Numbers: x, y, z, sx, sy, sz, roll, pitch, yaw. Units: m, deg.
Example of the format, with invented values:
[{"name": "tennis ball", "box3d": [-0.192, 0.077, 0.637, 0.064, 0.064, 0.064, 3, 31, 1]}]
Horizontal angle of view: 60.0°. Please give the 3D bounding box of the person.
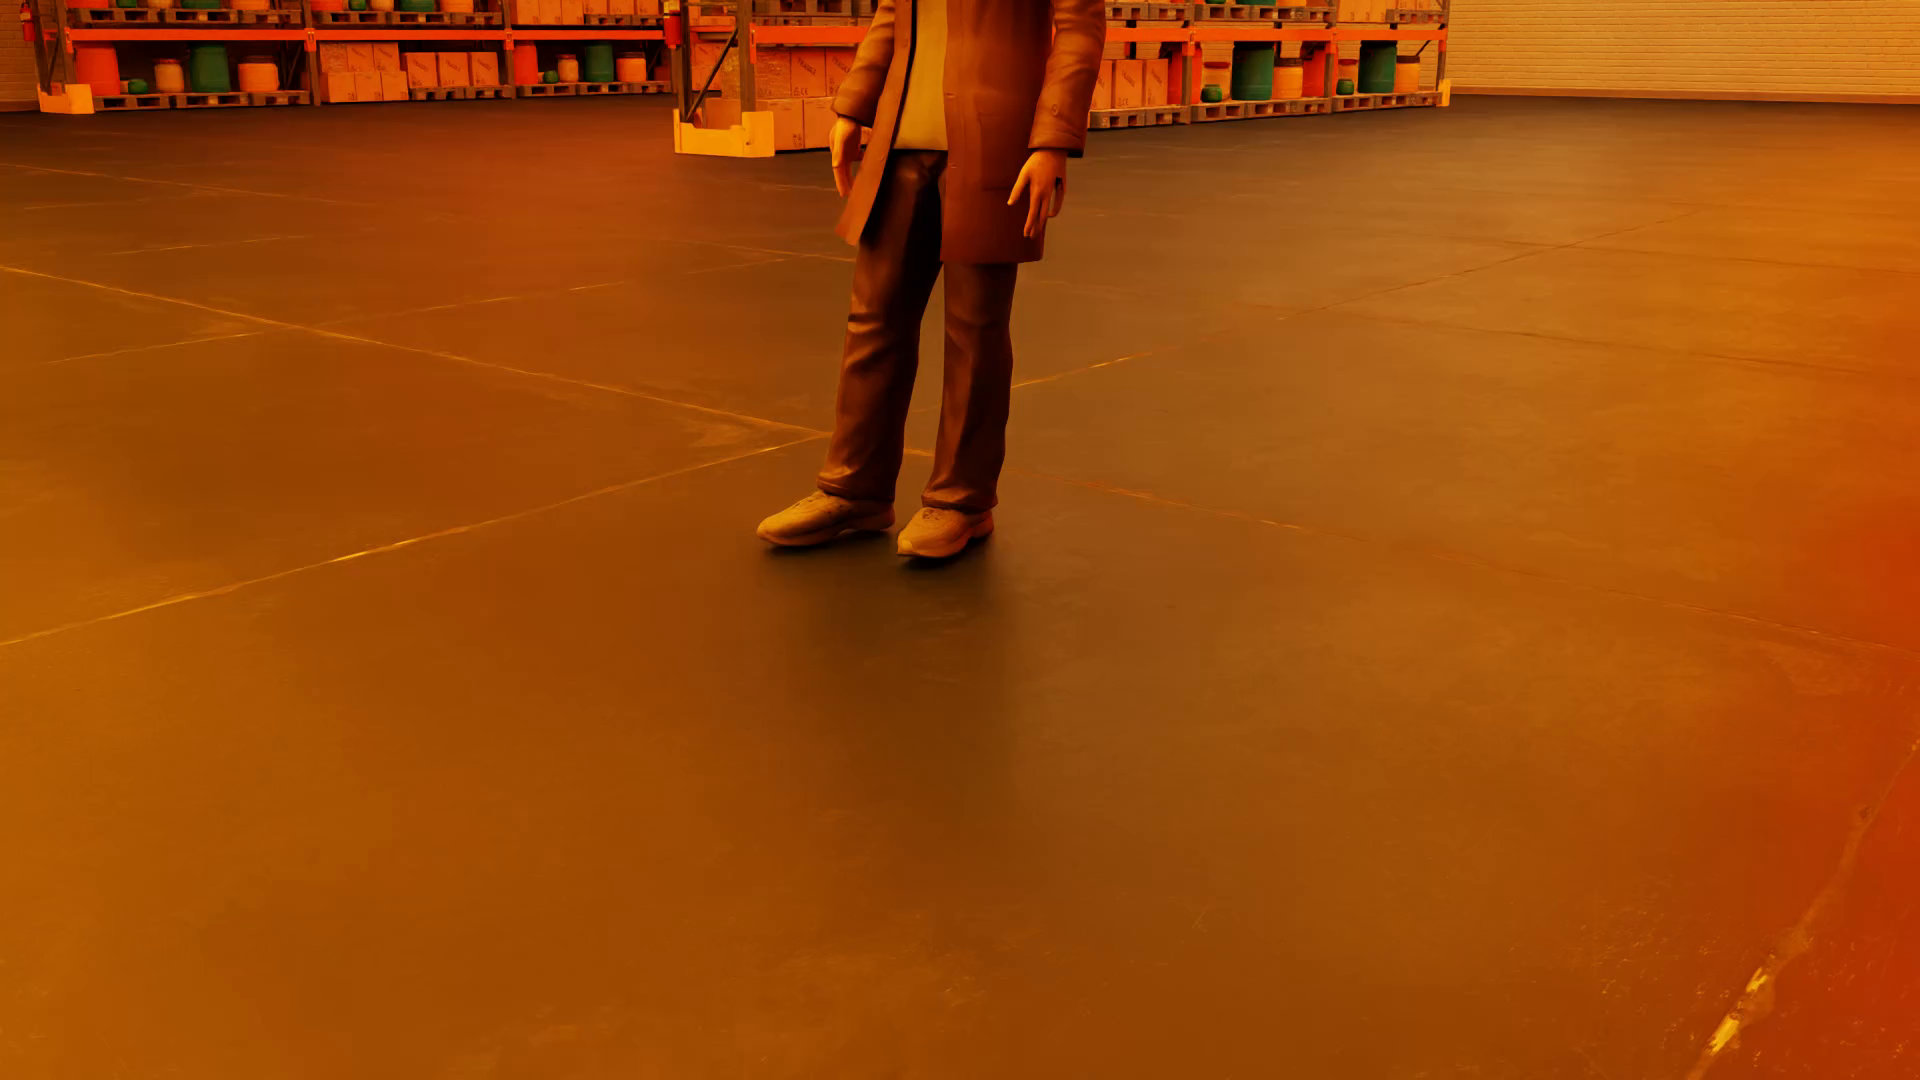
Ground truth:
[{"name": "person", "box3d": [-0.062, -0.838, 3.618, 0.696, 1.776, 0.582, 13, 21, 37]}]
